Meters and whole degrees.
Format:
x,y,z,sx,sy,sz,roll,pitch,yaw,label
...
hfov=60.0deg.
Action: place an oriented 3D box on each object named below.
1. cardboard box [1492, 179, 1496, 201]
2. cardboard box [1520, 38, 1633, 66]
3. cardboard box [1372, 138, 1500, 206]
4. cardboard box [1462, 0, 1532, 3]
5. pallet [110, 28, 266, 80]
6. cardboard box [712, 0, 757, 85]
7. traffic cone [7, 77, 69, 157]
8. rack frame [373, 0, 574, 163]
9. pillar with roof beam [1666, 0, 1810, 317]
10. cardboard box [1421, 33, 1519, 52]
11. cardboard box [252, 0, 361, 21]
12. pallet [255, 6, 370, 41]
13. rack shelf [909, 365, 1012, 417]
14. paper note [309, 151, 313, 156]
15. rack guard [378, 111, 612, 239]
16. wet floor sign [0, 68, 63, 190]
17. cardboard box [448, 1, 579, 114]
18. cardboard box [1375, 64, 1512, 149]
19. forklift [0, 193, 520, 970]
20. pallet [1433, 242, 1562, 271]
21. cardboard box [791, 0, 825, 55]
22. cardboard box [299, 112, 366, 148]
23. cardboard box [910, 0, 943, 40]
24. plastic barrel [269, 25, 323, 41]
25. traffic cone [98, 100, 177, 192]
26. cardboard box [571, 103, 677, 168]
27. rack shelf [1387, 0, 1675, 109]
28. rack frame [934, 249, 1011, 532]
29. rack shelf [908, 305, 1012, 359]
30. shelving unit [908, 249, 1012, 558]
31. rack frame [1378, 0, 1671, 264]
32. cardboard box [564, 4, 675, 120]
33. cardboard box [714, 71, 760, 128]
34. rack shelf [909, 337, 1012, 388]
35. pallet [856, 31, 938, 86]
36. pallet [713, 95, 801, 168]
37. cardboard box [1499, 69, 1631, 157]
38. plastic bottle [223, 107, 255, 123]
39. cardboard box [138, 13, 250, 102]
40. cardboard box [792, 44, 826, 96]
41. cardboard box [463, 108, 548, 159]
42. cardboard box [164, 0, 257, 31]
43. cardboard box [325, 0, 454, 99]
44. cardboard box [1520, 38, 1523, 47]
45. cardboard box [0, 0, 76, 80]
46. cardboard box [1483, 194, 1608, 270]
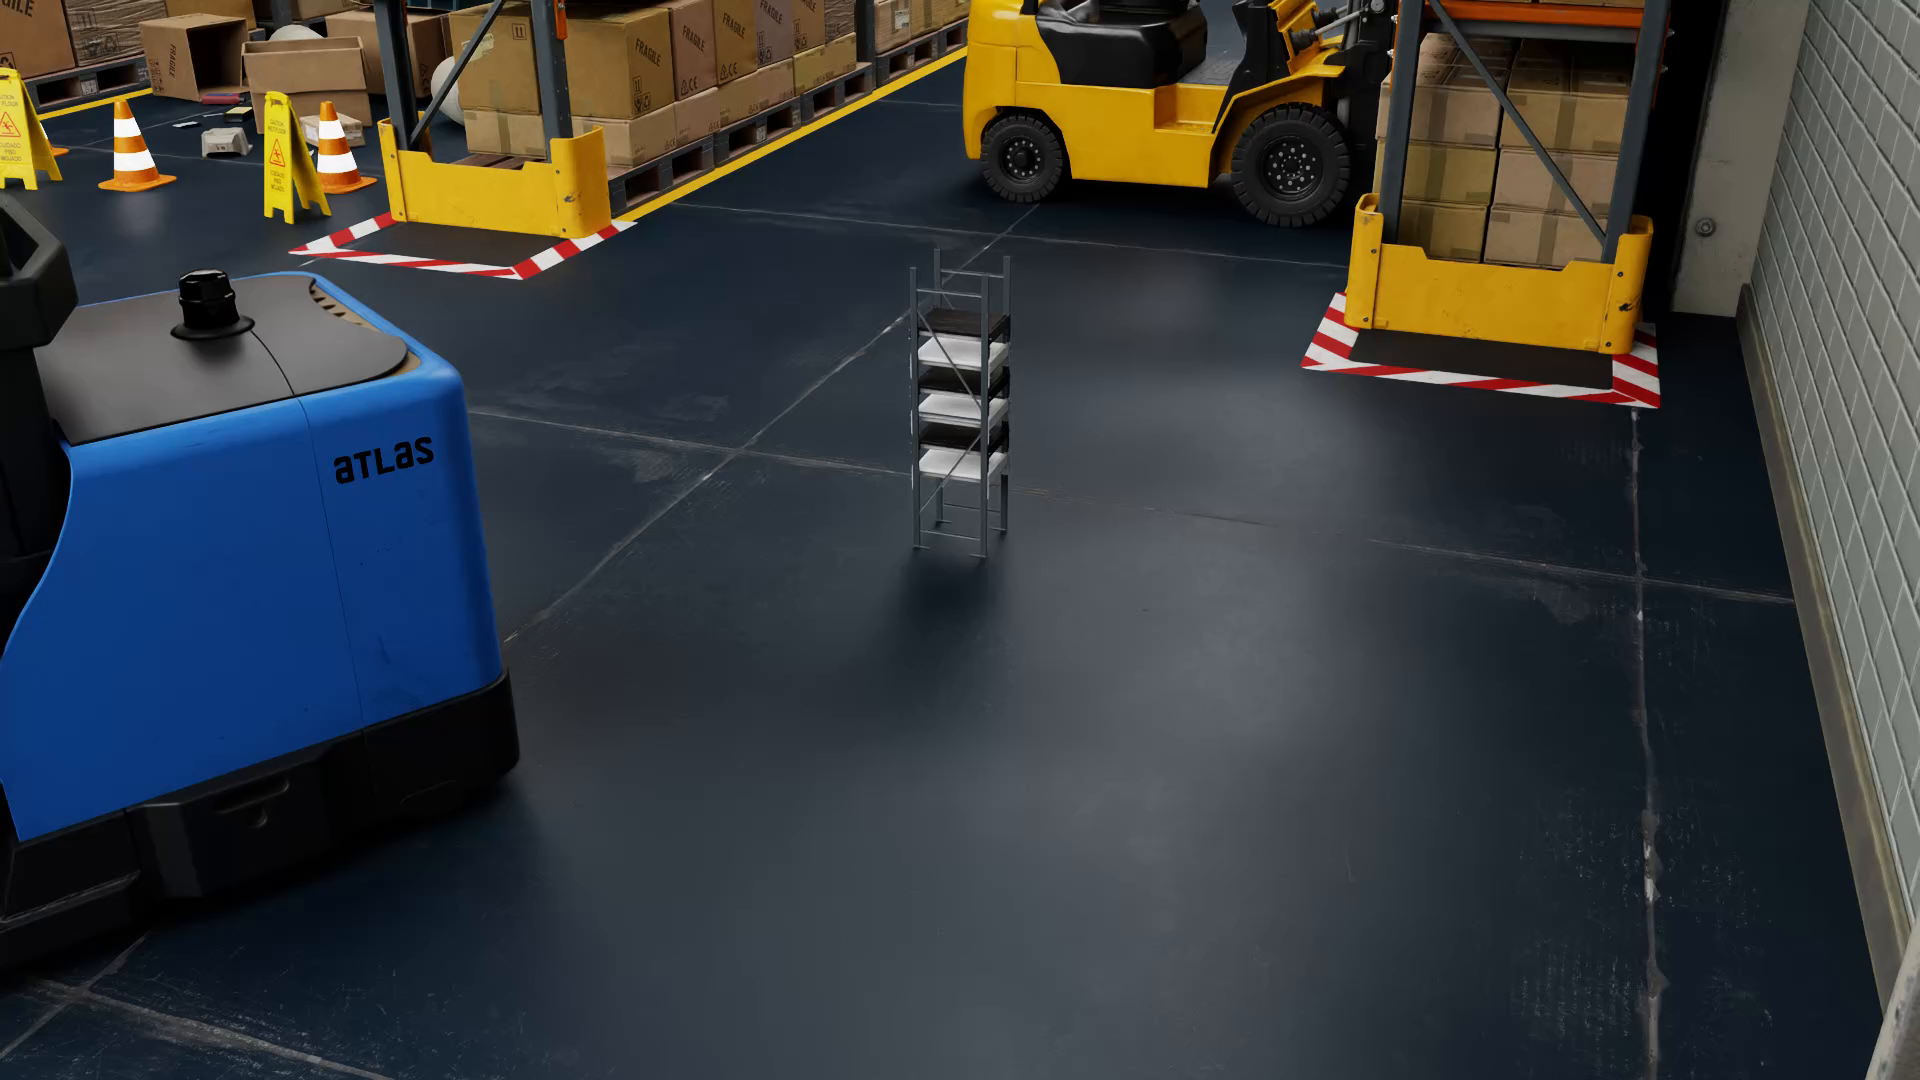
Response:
x,y,z,sx,sy,sz,roll,pitch,yaw,label
2.292,-1.660,7.909,0.500,0.250,0.500,9,27,17,cardboard box
2.937,-2.248,7.976,0.500,0.250,0.500,9,27,17,cardboard box
2.126,-1.688,7.394,0.500,0.250,0.500,8,27,17,cardboard box
2.175,-2.552,6.963,0.500,0.500,0.500,8,27,16,cardboard box
-6.121,-3.749,12.750,1.003,0.211,1.213,9,27,17,pallet
-1.542,-2.995,9.807,0.500,0.500,0.500,9,27,18,cardboard box
-5.609,-2.532,9.947,0.336,0.463,0.334,9,27,17,traffic cone
-2.423,-2.985,7.972,1.000,3.000,0.127,9,27,17,rack frame
-0.719,-5.746,6.792,9.100,9.000,0.400,9,27,17,pillar with roof beam
2.441,-2.322,8.129,0.500,0.250,0.500,9,27,18,cardboard box
-5.672,-4.749,13.717,1.050,0.750,0.750,9,27,17,cardboard box
-5.608,-4.378,14.049,1.003,0.211,1.213,9,27,17,pallet
0.003,-0.459,5.036,0.258,0.077,0.200,9,27,17,rack shelf
-3.986,-2.326,10.018,0.148,0.019,0.142,0,26,-1,paper note
-2.398,-1.891,8.582,1.175,0.500,0.348,9,27,17,rack guard
-5.267,-2.302,9.265,0.267,0.644,0.232,4,26,8,wet floor sign
-2.403,-2.641,9.075,0.500,0.500,0.500,9,27,18,cardboard box
2.118,-1.902,7.263,0.500,0.250,0.500,10,27,19,cardboard box
-2.534,-0.494,2.907,3.031,2.935,1.130,-19,31,-33,forklift
2.474,-1.332,7.758,1.003,0.211,1.213,9,27,17,pallet
-1.204,-3.426,10.697,0.500,0.500,0.500,9,27,18,cardboard box
-3.892,-2.533,10.311,0.250,0.149,0.380,-20,33,-36,cardboard box
-0.684,-4.147,12.906,0.950,0.372,0.625,11,28,21,cardboard box
-4.725,-3.457,11.903,0.421,0.421,0.512,-14,29,-27,plastic barrel
-4.657,-2.228,9.320,0.336,0.463,0.334,9,27,17,traffic cone
-1.894,-2.228,9.082,0.500,0.250,0.500,9,27,17,cardboard box
2.924,-2.765,8.343,1.077,0.370,4.000,9,27,17,rack shelf
0.037,-0.450,5.147,0.240,0.900,0.006,9,27,17,rack frame
0.003,-0.621,4.958,0.258,0.077,0.200,9,27,17,rack shelf
0.003,-0.408,5.061,0.258,0.900,0.210,9,27,17,shelving unit
2.259,-2.266,6.489,1.000,3.000,0.127,9,27,17,rack frame
-1.887,-2.575,8.939,0.500,0.500,0.500,8,27,16,cardboard box
-1.547,-2.662,9.980,0.500,0.250,0.500,11,28,21,cardboard box
0.003,-0.540,4.997,0.258,0.077,0.200,9,27,17,rack shelf
-0.834,-3.694,12.636,1.003,0.211,1.213,9,27,17,pallet
-1.687,-2.589,10.356,1.003,0.211,1.213,9,27,17,pallet
2.597,-1.838,7.130,0.500,0.250,0.500,8,27,17,cardboard box
-4.759,-2.822,11.009,0.133,0.061,0.283,0,26,-1,plastic bottle
-5.343,-3.394,11.683,0.500,0.500,0.500,14,29,26,cardboard box
-1.203,-3.078,10.838,0.500,0.250,0.500,8,27,16,cardboard box
-2.400,-2.317,9.267,0.500,0.250,0.500,9,27,17,cardboard box
-6.069,-4.289,12.623,0.875,0.875,0.875,9,27,18,cardboard box
-3.923,-3.397,11.532,0.797,0.637,0.503,9,27,17,cardboard box
2.799,-2.744,9.000,0.500,0.250,0.500,10,27,19,cardboard box
-6.671,-3.544,11.084,0.875,0.875,0.875,8,27,17,cardboard box
2.607,-1.391,7.355,0.500,0.250,0.500,9,27,18,cardboard box
